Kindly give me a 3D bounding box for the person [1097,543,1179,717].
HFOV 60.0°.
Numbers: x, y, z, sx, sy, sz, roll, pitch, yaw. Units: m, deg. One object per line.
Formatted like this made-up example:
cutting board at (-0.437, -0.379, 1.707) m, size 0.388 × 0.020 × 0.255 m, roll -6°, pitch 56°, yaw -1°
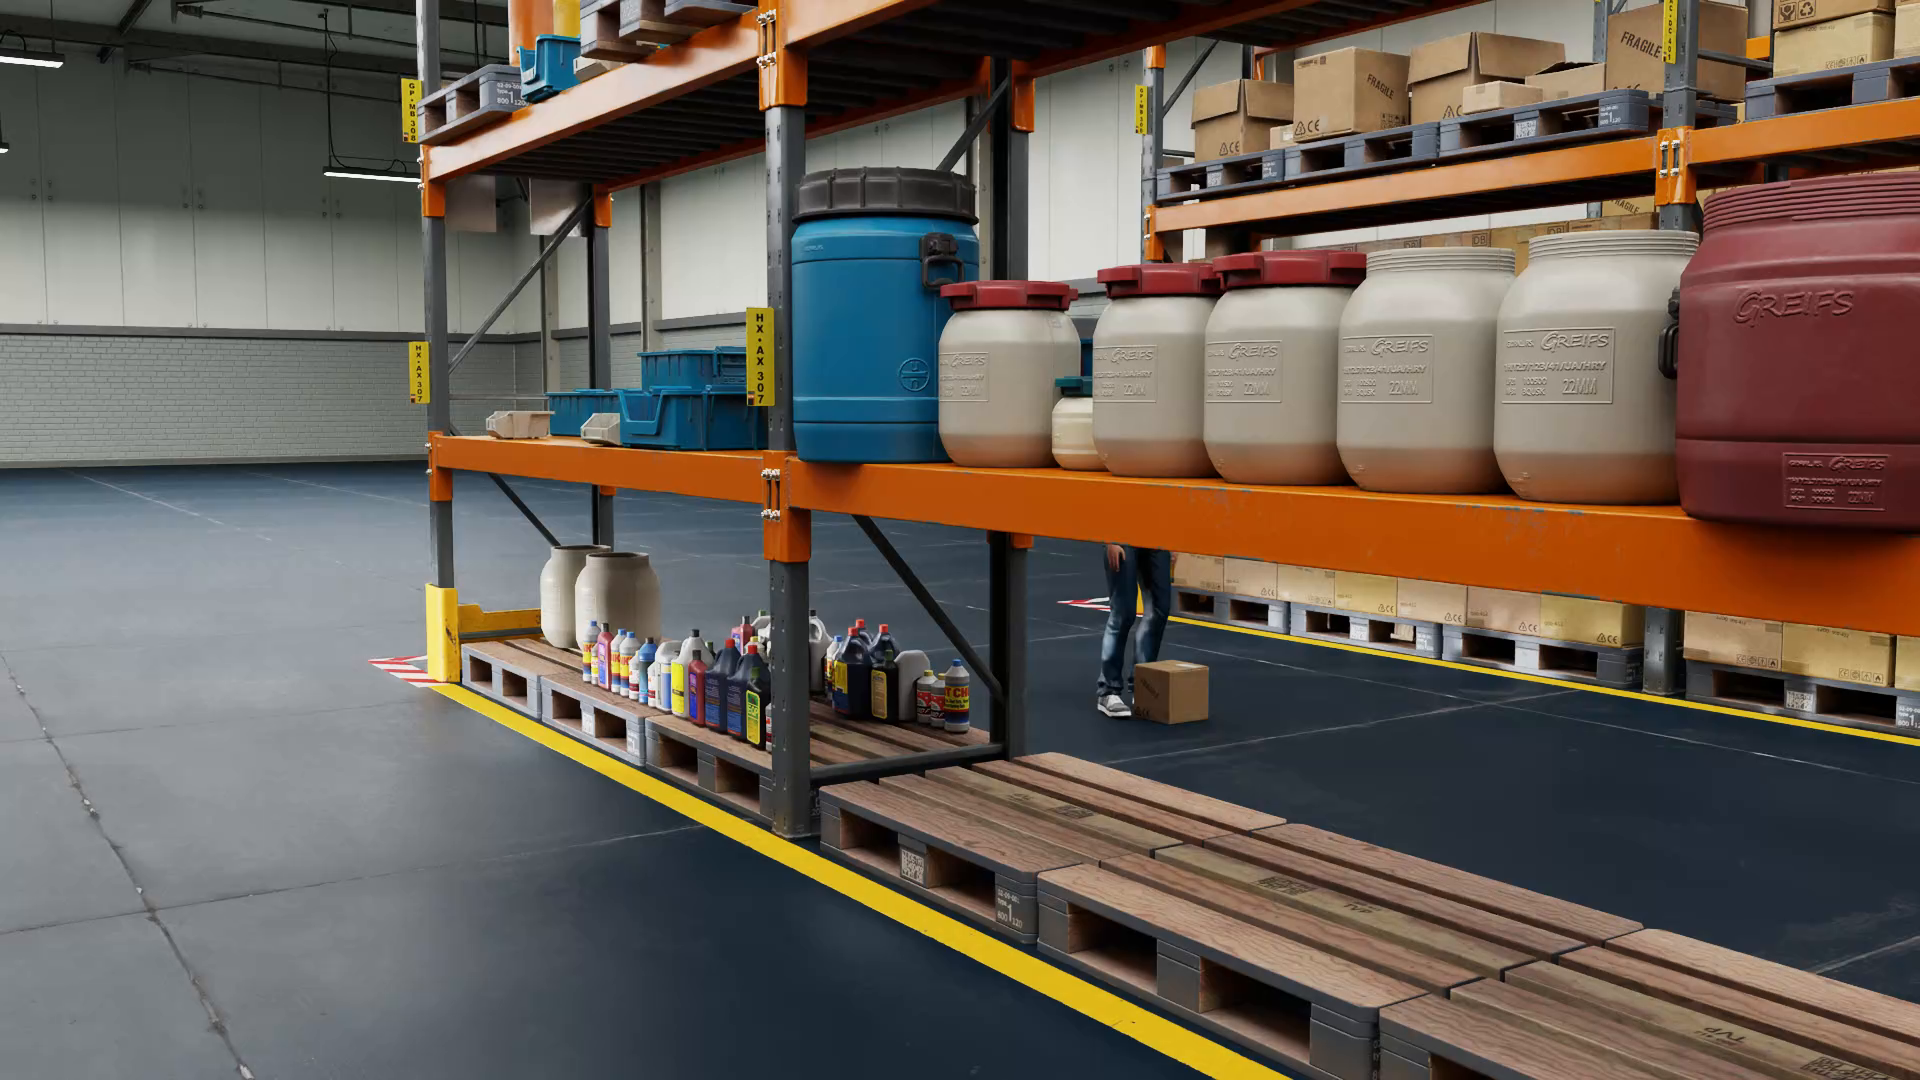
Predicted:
person at (0.856, 0.029, 7.963) m, size 0.482 × 1.592 × 0.347 m, roll -4°, pitch 6°, yaw -37°
